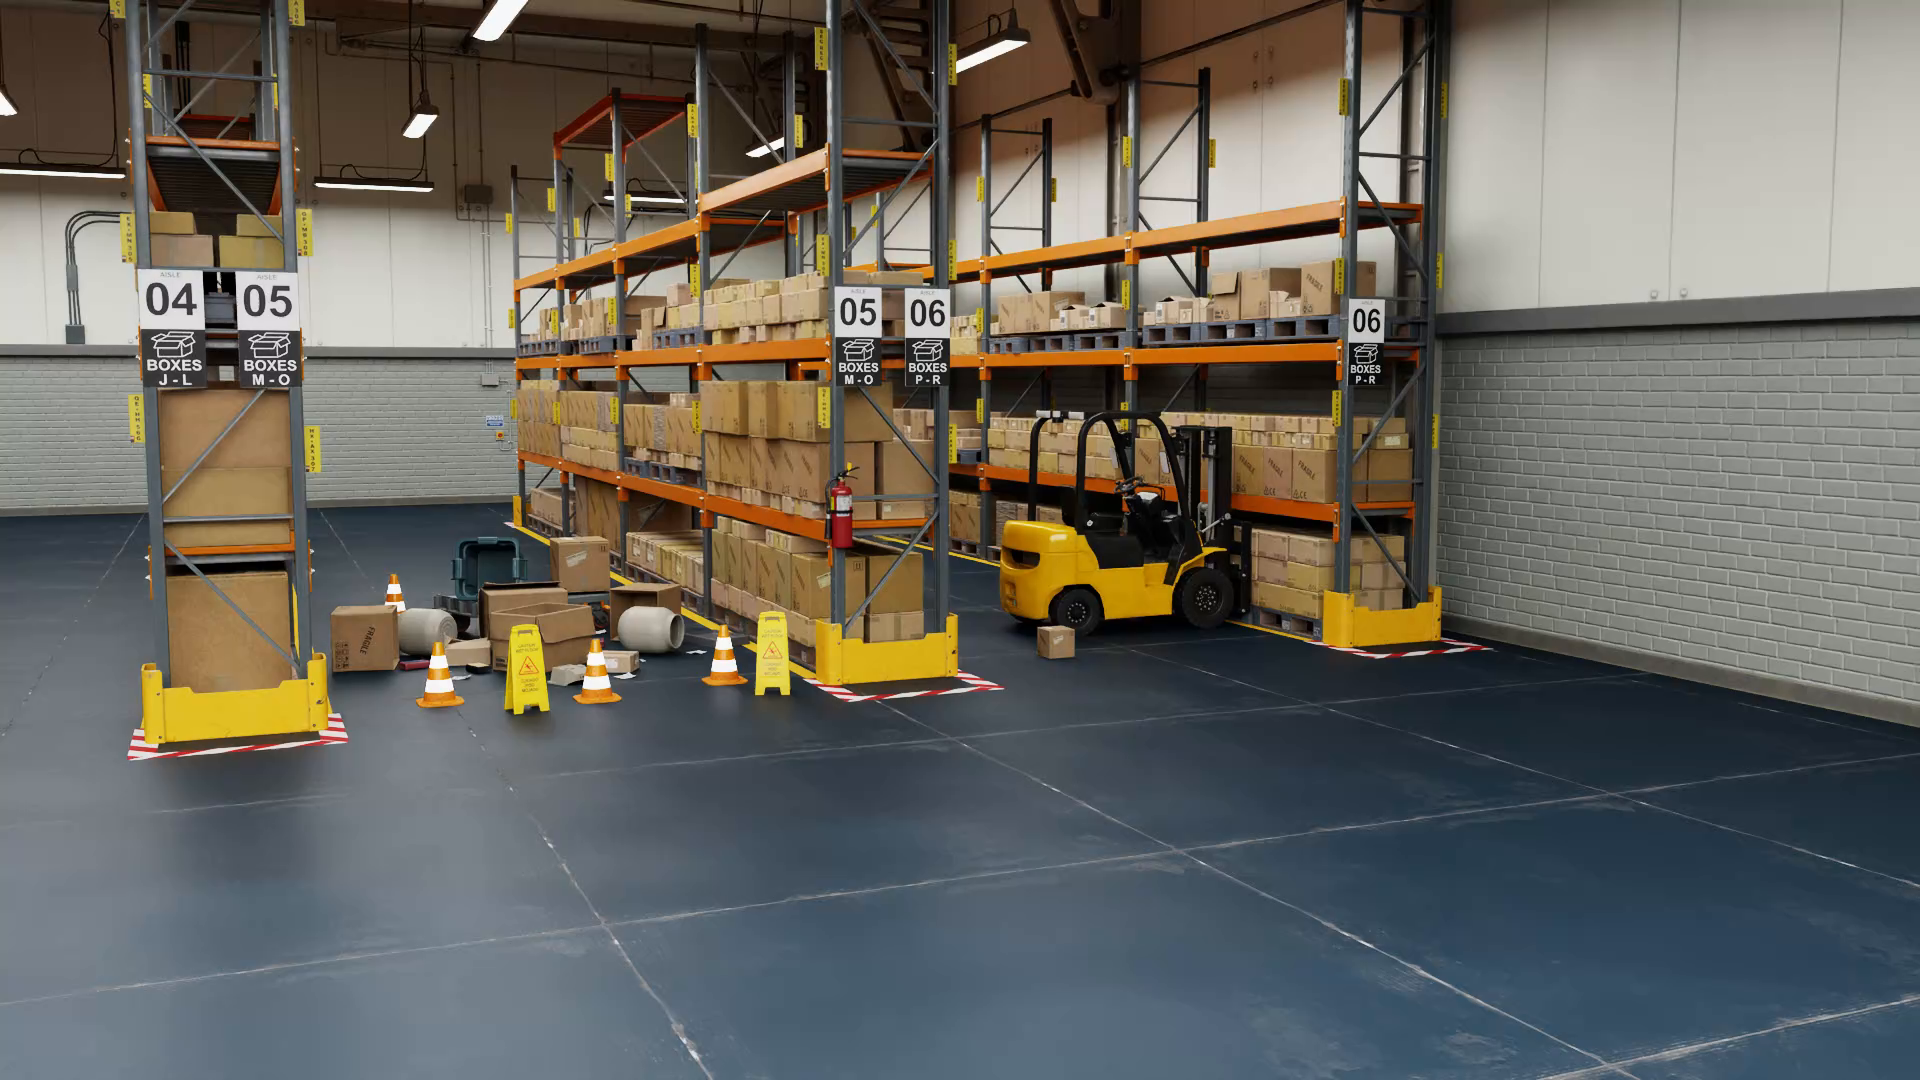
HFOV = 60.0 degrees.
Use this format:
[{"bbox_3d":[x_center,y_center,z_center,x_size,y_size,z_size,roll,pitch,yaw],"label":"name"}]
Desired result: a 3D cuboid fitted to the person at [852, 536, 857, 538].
[{"bbox_3d":[-1.418,-0.358,20.428,0.459,1.636,0.988,-3,6,-26],"label":"person"}]
